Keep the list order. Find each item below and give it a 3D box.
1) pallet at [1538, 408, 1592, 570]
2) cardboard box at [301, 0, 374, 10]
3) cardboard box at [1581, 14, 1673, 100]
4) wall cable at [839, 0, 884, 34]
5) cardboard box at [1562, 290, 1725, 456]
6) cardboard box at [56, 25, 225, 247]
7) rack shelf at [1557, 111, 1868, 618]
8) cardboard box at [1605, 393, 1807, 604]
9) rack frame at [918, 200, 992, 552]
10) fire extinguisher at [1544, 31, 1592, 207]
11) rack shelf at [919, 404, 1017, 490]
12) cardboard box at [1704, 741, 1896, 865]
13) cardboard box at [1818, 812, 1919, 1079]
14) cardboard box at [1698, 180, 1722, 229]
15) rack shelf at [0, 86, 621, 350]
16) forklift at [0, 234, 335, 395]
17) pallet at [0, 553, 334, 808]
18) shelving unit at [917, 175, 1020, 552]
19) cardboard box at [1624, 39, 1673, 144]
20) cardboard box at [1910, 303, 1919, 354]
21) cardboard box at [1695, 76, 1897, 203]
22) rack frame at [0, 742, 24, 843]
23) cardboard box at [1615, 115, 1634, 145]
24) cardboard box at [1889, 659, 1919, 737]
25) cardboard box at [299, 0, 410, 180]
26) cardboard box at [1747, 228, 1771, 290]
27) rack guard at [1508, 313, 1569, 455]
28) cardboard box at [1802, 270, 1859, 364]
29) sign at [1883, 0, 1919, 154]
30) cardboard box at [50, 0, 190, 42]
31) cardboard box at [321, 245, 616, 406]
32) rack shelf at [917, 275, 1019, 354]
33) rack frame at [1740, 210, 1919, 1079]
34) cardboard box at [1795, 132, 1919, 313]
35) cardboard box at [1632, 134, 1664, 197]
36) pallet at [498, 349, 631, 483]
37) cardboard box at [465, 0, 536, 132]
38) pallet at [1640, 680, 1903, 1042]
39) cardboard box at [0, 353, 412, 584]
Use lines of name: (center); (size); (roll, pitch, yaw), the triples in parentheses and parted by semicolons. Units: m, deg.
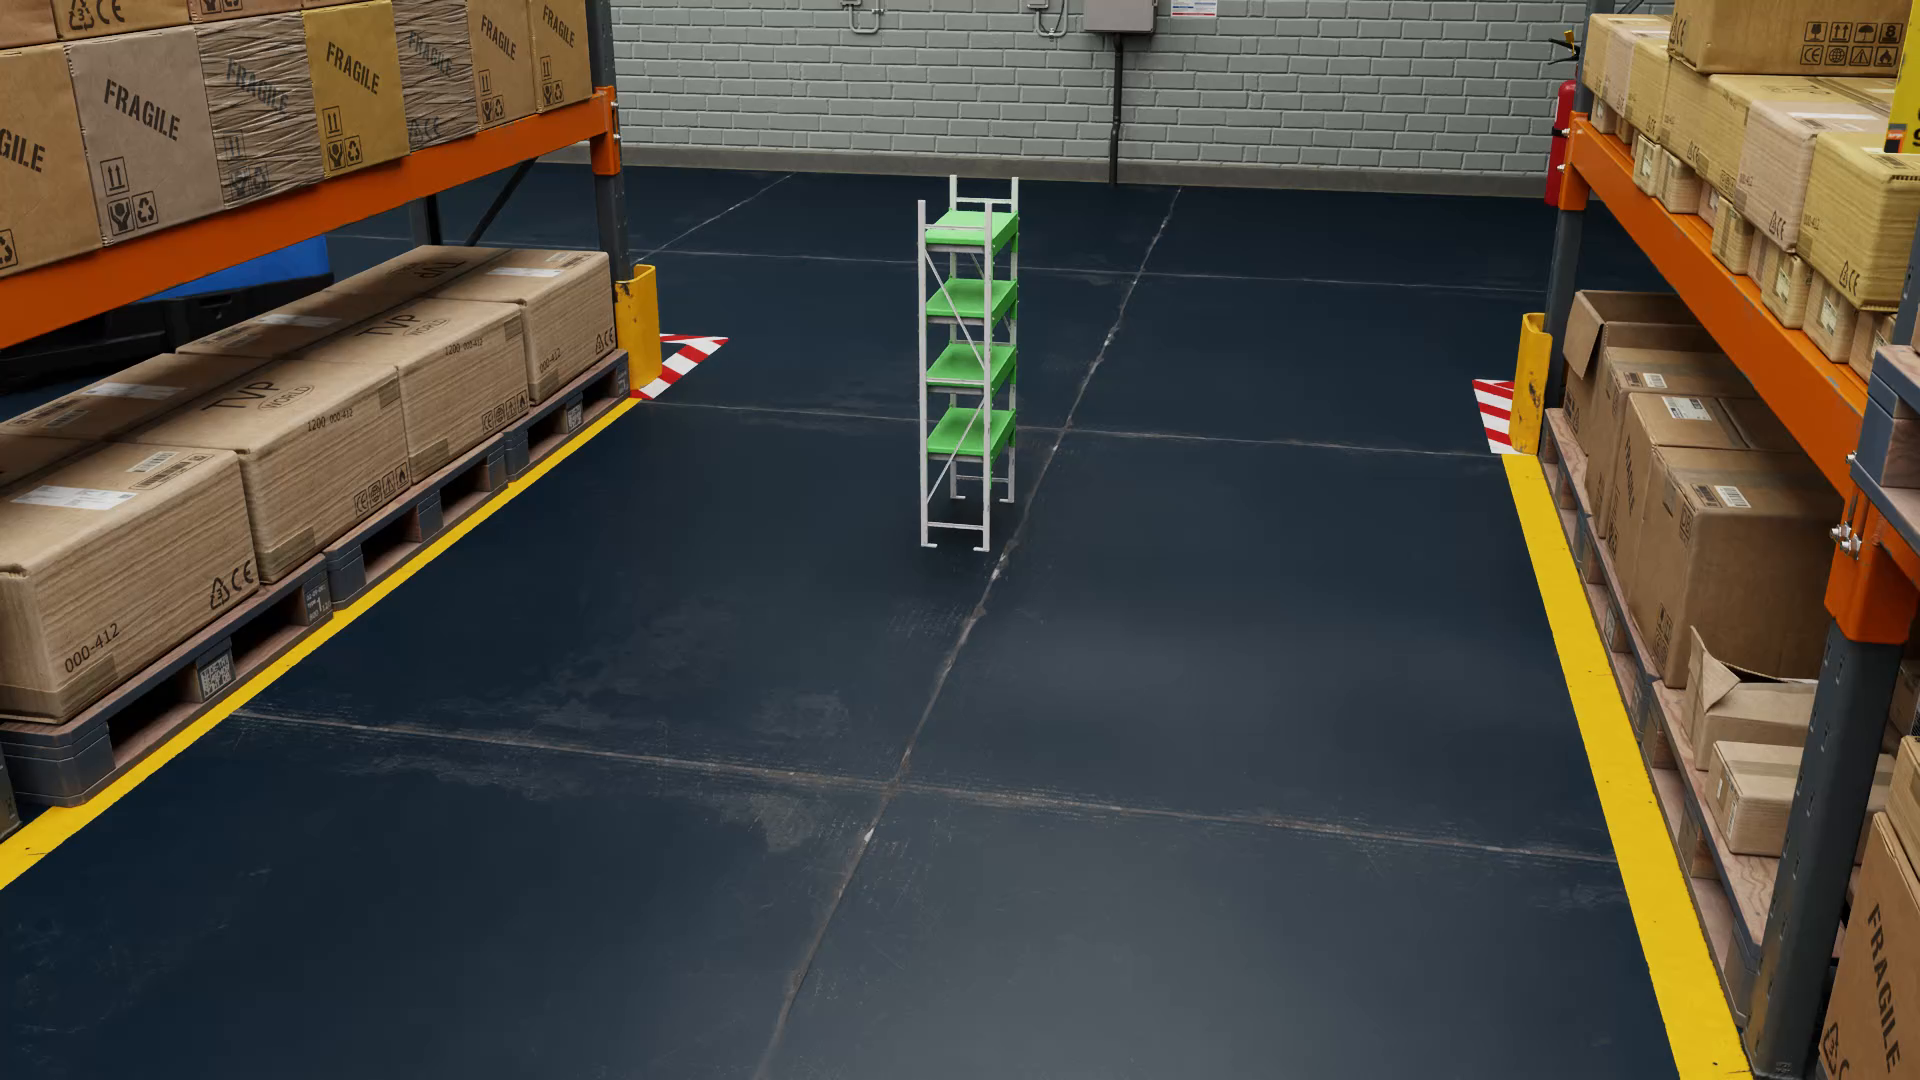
pallet: (2.688, -0.173, 6.000); (1.003, 0.211, 1.213); (4, 22, 11)
cardboard box: (-2.147, -1.921, 5.135); (0.500, 0.500, 0.500); (4, 22, 11)
cardboard box: (2.509, -1.709, 5.884); (0.500, 0.250, 0.500); (5, 22, 11)
wall cable: (-0.867, -4.712, 12.138); (0.585, 1.953, 0.123); (4, 22, 11)
cardboard box: (2.648, -0.606, 6.123); (0.797, 0.503, 0.637); (4, 22, 9)
cardboard box: (-2.352, -1.082, 4.390); (0.500, 0.500, 0.500); (5, 22, 11)
rack shelf: (2.457, -0.721, 4.590); (1.077, 0.370, 4.000); (4, 22, 11)
cardboard box: (2.229, -0.109, 4.893); (0.500, 0.500, 0.500); (5, 22, 12)
rack frame: (-0.016, -0.528, 5.558); (0.240, 1.200, 0.015); (4, 22, 11)
fire extinguisher: (2.443, -1.666, 6.577); (0.296, 0.674, 0.183); (4, 22, 11)
rack shelf: (0.034, -0.335, 5.893); (0.258, 0.148, 0.480); (4, 22, 11)
cardboard box: (1.875, 0.579, 3.656); (0.380, 0.149, 0.250); (4, 22, 9)
cardboard box: (1.730, 0.802, 2.632); (0.500, 0.500, 0.500); (5, 23, 13)
cardboard box: (2.199, -0.905, 4.422); (0.380, 0.149, 0.250); (4, 22, 11)
rack shelf: (-2.403, -1.098, 5.527); (1.077, 0.370, 4.000); (4, 22, 11)
forklift: (-4.594, -2.183, 7.349); (3.031, 2.935, 1.130); (-19, 28, -38)
pallet: (-2.579, 0.322, 4.773); (1.003, 0.211, 1.213); (4, 22, 11)
shelving unit: (0.034, -0.617, 5.780); (0.258, 1.200, 0.503); (4, 22, 11)
cardboard box: (2.306, -1.339, 4.965); (0.500, 0.250, 0.500); (4, 22, 10)
cardboard box: (1.731, -0.404, 2.146); (0.700, 0.500, 0.500); (5, 22, 12)
cardboard box: (2.116, -0.962, 4.029); (0.500, 0.250, 0.500); (4, 22, 11)
rack frame: (-2.811, -0.700, 3.576); (1.000, 3.000, 0.127); (4, 22, 11)
cardboard box: (2.523, -1.473, 5.833); (0.380, 0.149, 0.250); (5, 22, 12)
cardboard box: (2.504, 0.423, 4.043); (0.380, 0.149, 0.250); (4, 22, 10)
cardboard box: (-2.139, -1.451, 5.308); (0.500, 0.500, 0.500); (5, 22, 13)
cardboard box: (2.008, -0.630, 3.738); (0.380, 0.149, 0.250); (5, 22, 12)
rack guard: (2.850, -0.598, 6.670); (1.175, 0.500, 0.348); (4, 22, 11)
cardboard box: (1.899, -0.439, 3.265); (0.380, 0.149, 0.250); (5, 22, 12)
sign: (1.516, -0.763, 2.574); (0.100, 0.325, 0.005); (4, 22, 11)
cardboard box: (-2.368, -1.550, 4.215); (0.500, 0.500, 0.500); (4, 22, 10)
cardboard box: (-2.032, -0.920, 6.990); (0.875, 0.438, 0.875); (4, 22, 9)
rack shelf: (0.034, -0.780, 5.714); (0.258, 0.148, 0.480); (4, 22, 11)
rack frame: (2.049, -0.323, 2.640); (1.000, 3.000, 0.127); (4, 22, 11)
cardboard box: (1.914, -0.596, 3.121); (0.500, 0.250, 0.500); (5, 22, 12)
cardboard box: (2.218, -1.102, 4.912); (0.380, 0.149, 0.250); (4, 22, 9)
pallet: (-2.081, -0.571, 6.988); (1.003, 0.211, 1.213); (4, 22, 11)
cardboard box: (-1.951, -1.830, 6.249); (0.500, 0.500, 0.500); (4, 22, 10)
pallet: (2.190, 0.720, 3.784); (1.003, 0.211, 1.213); (4, 22, 11)
cardboard box: (-2.396, -0.255, 5.339); (0.875, 0.438, 0.875); (4, 22, 9)
